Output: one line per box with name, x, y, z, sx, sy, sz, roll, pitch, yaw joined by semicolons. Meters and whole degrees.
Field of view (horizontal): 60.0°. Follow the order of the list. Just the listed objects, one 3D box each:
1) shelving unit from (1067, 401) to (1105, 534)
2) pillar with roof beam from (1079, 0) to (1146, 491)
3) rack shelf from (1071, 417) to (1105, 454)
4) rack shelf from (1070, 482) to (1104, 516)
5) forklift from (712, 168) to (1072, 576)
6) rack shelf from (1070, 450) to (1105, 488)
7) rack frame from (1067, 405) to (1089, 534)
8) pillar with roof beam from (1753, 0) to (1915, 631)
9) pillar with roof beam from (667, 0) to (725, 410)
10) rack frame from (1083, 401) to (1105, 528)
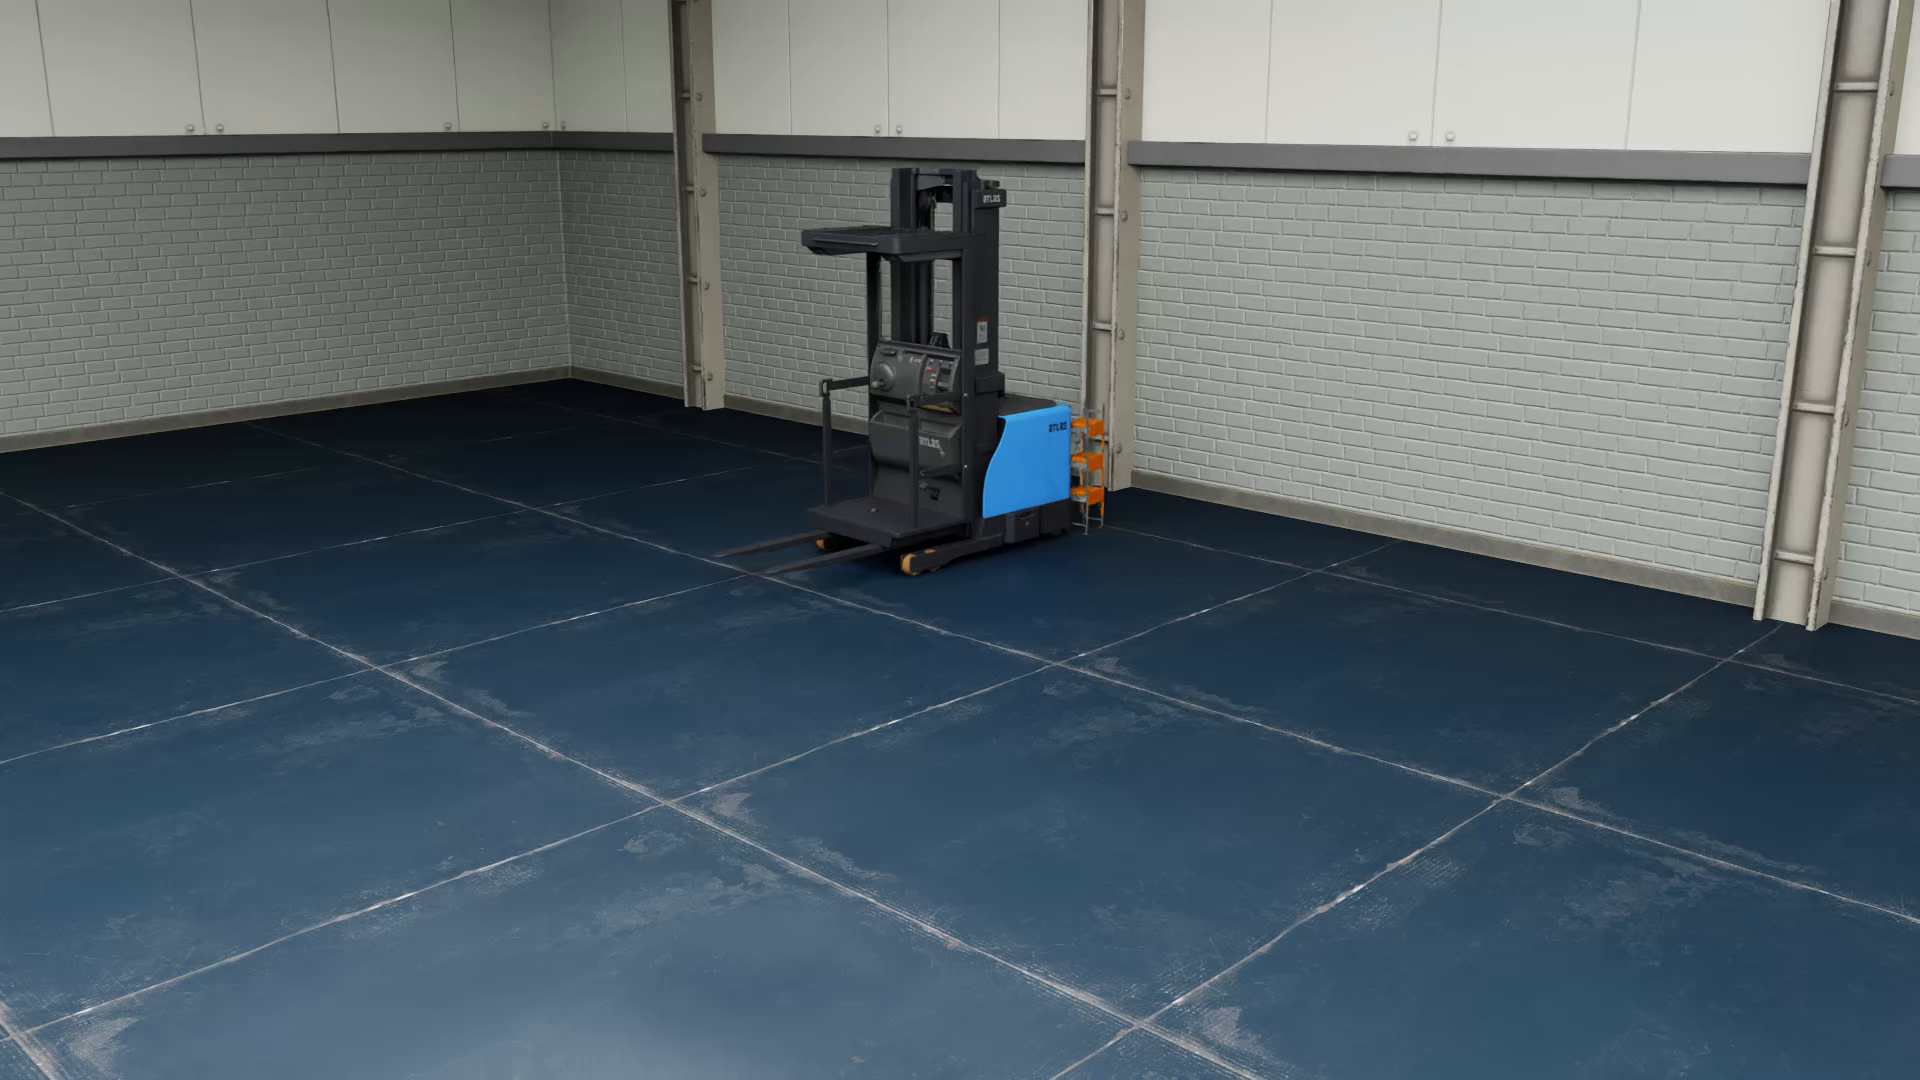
shelving unit;1.030;-0.594;13.624;0.215;1.050;0.252;10;18;35
pillar with roof beam;-1.641;-4.078;11.237;0.400;9.000;9.100;14;20;42
rack shelf;1.027;-0.859;13.557;0.215;0.259;0.240;10;18;35
rack shelf;1.032;-0.314;13.695;0.215;0.259;0.240;10;18;35
forklift;-0.496;-1.296;12.594;3.031;2.935;1.130;-14;20;-43
rack shelf;1.030;-0.584;13.626;0.215;0.259;0.240;10;18;35
rack frame;0.957;-0.569;13.529;0.200;1.050;0.008;10;18;35
pillar with roof beam;2.679;-3.028;7.207;0.400;9.000;9.100;14;20;42
pillar with roof beam;-5.960;-5.128;15.267;0.400;9.000;9.100;14;20;42
rack frame;1.102;-0.619;13.719;0.200;1.050;0.008;10;18;35
